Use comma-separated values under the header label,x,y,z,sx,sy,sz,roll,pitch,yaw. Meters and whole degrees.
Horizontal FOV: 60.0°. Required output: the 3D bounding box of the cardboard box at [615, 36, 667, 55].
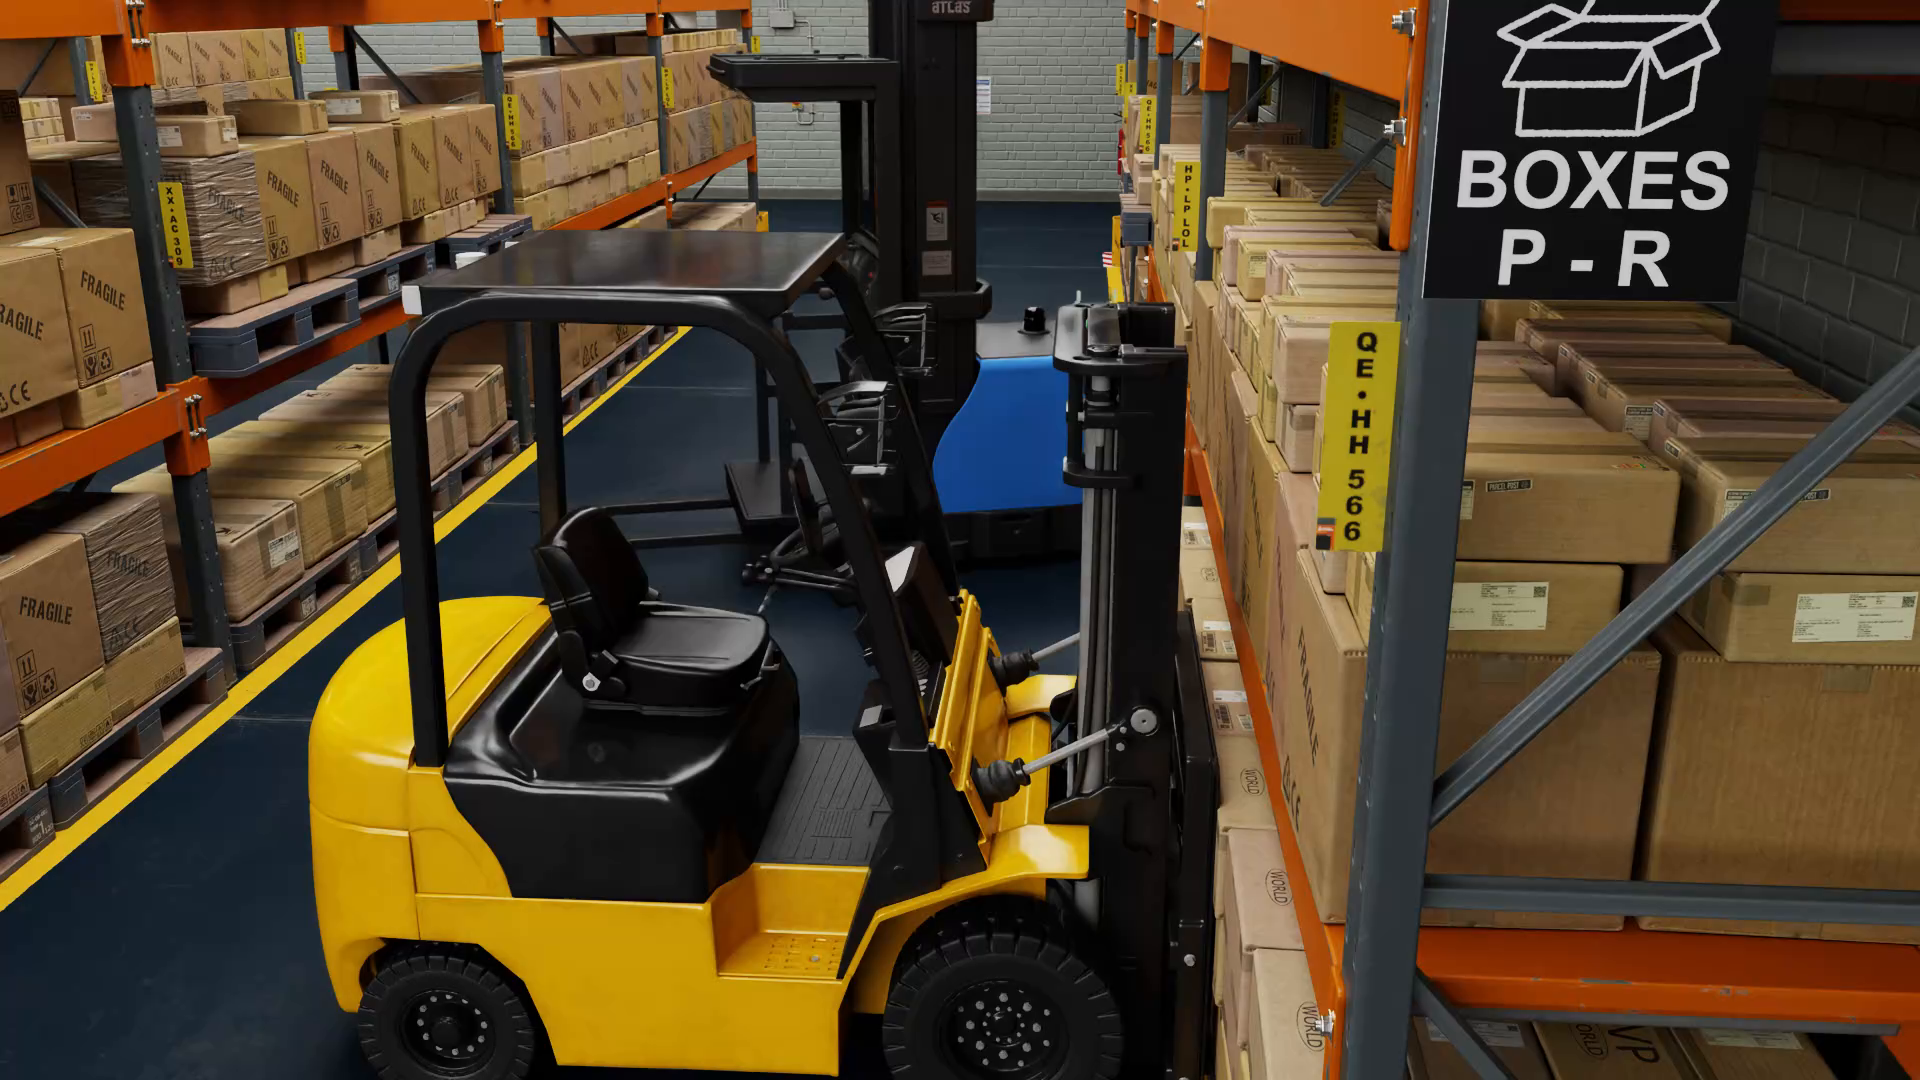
label,x,y,z,sx,sy,sz,roll,pitch,yaw
cardboard box,-2.719,-4.220,14.176,0.380,0.149,0.250,1,18,3

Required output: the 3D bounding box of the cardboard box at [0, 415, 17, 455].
label,x,y,z,sx,sy,sz,roll,pitch,yaw
cardboard box,-3.432,-0.352,5.584,0.380,0.149,0.250,1,18,3

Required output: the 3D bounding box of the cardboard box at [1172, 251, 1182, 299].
label,x,y,z,sx,sy,sz,roll,pitch,yaw
cardboard box,1.187,-1.187,7.166,0.500,0.250,0.500,1,18,2

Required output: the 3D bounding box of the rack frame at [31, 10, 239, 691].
label,x,y,z,sx,sy,sz,roll,pitch,yaw
rack frame,-3.574,-0.812,6.584,1.000,3.000,0.127,1,18,4

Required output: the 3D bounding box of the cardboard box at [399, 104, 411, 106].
label,x,y,z,sx,sy,sz,roll,pitch,yaw
cardboard box,-3.550,-2.308,9.837,0.500,0.500,0.500,1,18,2

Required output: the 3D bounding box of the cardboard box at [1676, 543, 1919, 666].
label,x,y,z,sx,sy,sz,roll,pitch,yaw
cardboard box,1.374,0.085,2.645,0.380,0.149,0.250,1,18,3

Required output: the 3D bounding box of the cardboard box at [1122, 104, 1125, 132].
label,x,y,z,sx,sy,sz,roll,pitch,yaw
cardboard box,1.937,-4.365,17.189,0.500,0.250,0.500,1,18,4

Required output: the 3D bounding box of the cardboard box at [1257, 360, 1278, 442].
label,x,y,z,sx,sy,sz,roll,pitch,yaw
cardboard box,0.904,-0.329,3.907,0.380,0.149,0.250,1,18,4

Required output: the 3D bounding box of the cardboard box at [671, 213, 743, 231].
label,x,y,z,sx,sy,sz,roll,pitch,yaw
cardboard box,-2.718,-3.029,16.791,0.875,0.438,0.875,2,18,5

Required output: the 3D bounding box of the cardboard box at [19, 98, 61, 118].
label,x,y,z,sx,sy,sz,roll,pitch,yaw
cardboard box,-7.779,-3.610,13.896,0.380,0.149,0.250,2,18,6

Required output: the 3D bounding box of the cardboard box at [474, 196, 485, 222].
label,x,y,z,sx,sy,sz,roll,pitch,yaw
cardboard box,-3.023,-1.943,9.763,0.380,0.149,0.250,2,18,5

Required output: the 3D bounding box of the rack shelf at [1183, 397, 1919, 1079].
label,x,y,z,sx,sy,sz,roll,pitch,yaw
rack shelf,1.234,0.261,4.466,1.077,0.370,4.000,1,18,4

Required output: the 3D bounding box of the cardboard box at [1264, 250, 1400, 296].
label,x,y,z,sx,sy,sz,roll,pitch,yaw
cardboard box,1.045,-0.705,4.578,0.380,0.149,0.250,1,18,4

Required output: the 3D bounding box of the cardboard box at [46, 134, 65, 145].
label,x,y,z,sx,sy,sz,roll,pitch,yaw
cardboard box,-7.776,-3.328,13.992,0.380,0.149,0.250,1,18,3

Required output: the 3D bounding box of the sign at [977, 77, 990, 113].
label,x,y,z,sx,sy,sz,roll,pitch,yaw
sign,0.260,-6.207,23.200,0.329,0.494,0.001,1,18,4

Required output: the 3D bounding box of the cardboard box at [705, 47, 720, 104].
label,x,y,z,sx,sy,sz,roll,pitch,yaw
cardboard box,-2.595,-4.434,15.871,0.500,0.500,0.500,1,18,4

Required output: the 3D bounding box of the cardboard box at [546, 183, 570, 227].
label,x,y,z,sx,sy,sz,roll,pitch,yaw
cardboard box,-2.982,-2.289,11.333,0.500,0.250,0.500,1,18,2

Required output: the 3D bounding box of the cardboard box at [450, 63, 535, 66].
label,x,y,z,sx,sy,sz,roll,pitch,yaw
cardboard box,-3.396,-3.214,12.148,0.500,0.500,0.500,1,18,3

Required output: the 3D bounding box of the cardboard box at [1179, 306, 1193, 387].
label,x,y,z,sx,sy,sz,roll,pitch,yaw
cardboard box,1.153,-0.793,6.768,0.500,0.250,0.500,2,18,5

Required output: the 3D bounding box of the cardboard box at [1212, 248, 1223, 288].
label,x,y,z,sx,sy,sz,roll,pitch,yaw
cardboard box,1.092,-0.965,5.849,0.380,0.149,0.250,1,18,3

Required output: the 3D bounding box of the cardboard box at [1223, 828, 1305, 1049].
label,x,y,z,sx,sy,sz,roll,pitch,yaw
cardboard box,0.843,0.863,3.607,0.500,0.250,0.500,2,18,5

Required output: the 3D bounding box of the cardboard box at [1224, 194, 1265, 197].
label,x,y,z,sx,sy,sz,roll,pitch,yaw
cardboard box,1.138,-1.409,7.204,0.380,0.149,0.250,1,18,2

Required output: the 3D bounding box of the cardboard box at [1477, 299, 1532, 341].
label,x,y,z,sx,sy,sz,roll,pitch,yaw
cardboard box,1.467,-0.536,4.063,0.380,0.149,0.250,1,18,4

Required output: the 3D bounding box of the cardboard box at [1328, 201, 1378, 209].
label,x,y,z,sx,sy,sz,roll,pitch,yaw
cardboard box,1.707,-1.322,6.939,0.380,0.149,0.250,1,18,4

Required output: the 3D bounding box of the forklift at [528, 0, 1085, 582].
label,x,y,z,sx,sy,sz,roll,pitch,yaw
forklift,-0.699,-1.350,8.335,3.031,2.935,1.130,-4,19,-12

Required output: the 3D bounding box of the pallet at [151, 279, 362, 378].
label,x,y,z,sx,sy,sz,roll,pitch,yaw
pallet,-3.374,-0.955,7.328,1.003,0.211,1.213,1,18,4

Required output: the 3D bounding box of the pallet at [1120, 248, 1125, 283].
label,x,y,z,sx,sy,sz,roll,pitch,yaw
pallet,2.176,-2.833,17.230,1.003,0.211,1.213,1,18,4

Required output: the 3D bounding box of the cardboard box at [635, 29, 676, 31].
label,x,y,z,sx,sy,sz,roll,pitch,yaw
cardboard box,-3.096,-5.105,16.876,0.380,0.149,0.250,2,18,6

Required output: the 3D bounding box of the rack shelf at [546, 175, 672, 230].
label,x,y,z,sx,sy,sz,roll,pitch,yaw
rack shelf,-3.144,-2.334,12.383,1.077,0.370,4.000,1,18,4

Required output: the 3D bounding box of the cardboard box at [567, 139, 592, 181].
label,x,y,z,sx,sy,sz,roll,pitch,yaw
cardboard box,-2.918,-2.688,11.746,0.500,0.250,0.500,1,18,4

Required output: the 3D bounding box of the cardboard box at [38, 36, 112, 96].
label,x,y,z,sx,sy,sz,roll,pitch,yaw
cardboard box,-7.669,-4.175,14.602,0.500,0.500,0.500,2,18,5

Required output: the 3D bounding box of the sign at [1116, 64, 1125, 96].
label,x,y,z,sx,sy,sz,roll,pitch,yaw
sign,1.697,-4.853,17.526,0.100,0.325,0.005,1,18,4

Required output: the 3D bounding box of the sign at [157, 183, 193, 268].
label,x,y,z,sx,sy,sz,roll,pitch,yaw
sign,-3.032,-1.214,6.420,0.100,0.325,0.005,1,18,4

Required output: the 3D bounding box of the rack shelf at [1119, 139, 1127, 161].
label,x,y,z,sx,sy,sz,roll,pitch,yaw
rack shelf,2.094,-3.466,15.840,1.077,0.370,4.000,1,18,4

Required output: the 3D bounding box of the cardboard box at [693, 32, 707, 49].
label,x,y,z,sx,sy,sz,roll,pitch,yaw
cardboard box,-2.591,-4.692,15.618,0.380,0.149,0.250,1,18,4

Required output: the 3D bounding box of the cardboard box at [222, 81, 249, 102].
label,x,y,z,sx,sy,sz,roll,pitch,yaw
cardboard box,-7.502,-4.344,16.725,0.500,0.500,0.500,1,18,4

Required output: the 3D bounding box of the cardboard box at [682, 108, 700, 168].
label,x,y,z,sx,sy,sz,roll,pitch,yaw
cardboard box,-2.665,-3.640,15.055,0.500,0.500,0.500,1,18,4

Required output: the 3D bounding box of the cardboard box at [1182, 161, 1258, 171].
label,x,y,z,sx,sy,sz,roll,pitch,yaw
cardboard box,1.343,-1.885,8.655,0.380,0.149,0.250,1,18,5

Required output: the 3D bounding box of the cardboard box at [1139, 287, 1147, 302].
label,x,y,z,sx,sy,sz,roll,pitch,yaw
cardboard box,1.580,-1.572,12.243,0.500,0.500,0.500,1,18,2

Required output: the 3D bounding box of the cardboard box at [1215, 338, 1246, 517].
label,x,y,z,sx,sy,sz,roll,pitch,yaw
cardboard box,1.029,-0.299,4.856,0.500,0.500,0.500,1,18,3

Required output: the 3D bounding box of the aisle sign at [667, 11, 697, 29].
label,x,y,z,sx,sy,sz,roll,pitch,yaw
aisle sign,-2.997,-5.803,17.641,0.394,0.787,0.004,1,18,4

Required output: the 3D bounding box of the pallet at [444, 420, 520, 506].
label,x,y,z,sx,sy,sz,roll,pitch,yaw
pallet,-3.344,-0.487,10.069,1.003,0.211,1.213,1,18,4

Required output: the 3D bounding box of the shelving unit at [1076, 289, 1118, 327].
label,x,y,z,sx,sy,sz,roll,pitch,yaw
shelving unit,0.829,-0.748,9.248,0.258,1.200,0.503,-5,21,-17

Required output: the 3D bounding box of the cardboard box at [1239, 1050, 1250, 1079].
label,x,y,z,sx,sy,sz,roll,pitch,yaw
cardboard box,0.814,1.251,3.226,0.500,0.250,0.500,1,18,3

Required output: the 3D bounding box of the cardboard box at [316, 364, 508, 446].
label,x,y,z,sx,sy,sz,roll,pitch,yaw
cardboard box,-3.337,-0.830,10.184,0.950,0.372,0.625,0,18,0

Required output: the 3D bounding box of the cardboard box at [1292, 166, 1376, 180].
label,x,y,z,sx,sy,sz,roll,pitch,yaw
cardboard box,1.877,-1.796,8.383,0.380,0.149,0.250,1,18,3

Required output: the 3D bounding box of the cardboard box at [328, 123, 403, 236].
label,x,y,z,sx,sy,sz,roll,pitch,yaw
cardboard box,-3.143,-1.808,8.312,0.500,0.500,0.500,1,18,2

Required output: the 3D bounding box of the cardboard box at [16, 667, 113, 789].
label,x,y,z,sx,sy,sz,roll,pitch,yaw
cardboard box,-3.376,0.650,5.863,0.500,0.250,0.500,1,18,2

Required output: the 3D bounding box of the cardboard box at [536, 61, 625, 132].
label,x,y,z,sx,sy,sz,roll,pitch,yaw
cardboard box,-2.867,-3.357,12.585,0.500,0.500,0.500,2,18,6

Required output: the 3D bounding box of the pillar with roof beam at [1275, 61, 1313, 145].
label,x,y,z,sx,sy,sz,roll,pitch,yaw
pillar with roof beam,-1.394,-6.330,13.790,9.100,9.000,0.400,1,18,4

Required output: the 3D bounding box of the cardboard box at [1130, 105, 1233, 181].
label,x,y,z,sx,sy,sz,roll,pitch,yaw
cardboard box,1.600,-2.884,12.073,0.700,0.500,0.500,1,18,4

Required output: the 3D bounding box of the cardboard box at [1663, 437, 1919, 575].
label,x,y,z,sx,sy,sz,roll,pitch,yaw
cardboard box,1.328,-0.057,2.599,0.380,0.149,0.250,1,18,3

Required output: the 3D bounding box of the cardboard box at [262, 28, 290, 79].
label,x,y,z,sx,sy,sz,roll,pitch,yaw
cardboard box,-7.443,-5.134,17.531,0.500,0.500,0.500,1,18,3

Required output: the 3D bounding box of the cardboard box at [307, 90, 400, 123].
label,x,y,z,sx,sy,sz,roll,pitch,yaw
cardboard box,-3.123,-2.237,8.577,0.380,0.149,0.250,0,18,1

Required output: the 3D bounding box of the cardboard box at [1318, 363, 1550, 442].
label,x,y,z,sx,sy,sz,roll,pitch,yaw
cardboard box,0.885,-0.232,3.135,0.380,0.149,0.250,2,18,5

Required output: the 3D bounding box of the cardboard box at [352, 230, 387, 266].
label,x,y,z,sx,sy,sz,roll,pitch,yaw
cardboard box,-3.098,-1.461,8.294,0.380,0.149,0.250,2,18,6
